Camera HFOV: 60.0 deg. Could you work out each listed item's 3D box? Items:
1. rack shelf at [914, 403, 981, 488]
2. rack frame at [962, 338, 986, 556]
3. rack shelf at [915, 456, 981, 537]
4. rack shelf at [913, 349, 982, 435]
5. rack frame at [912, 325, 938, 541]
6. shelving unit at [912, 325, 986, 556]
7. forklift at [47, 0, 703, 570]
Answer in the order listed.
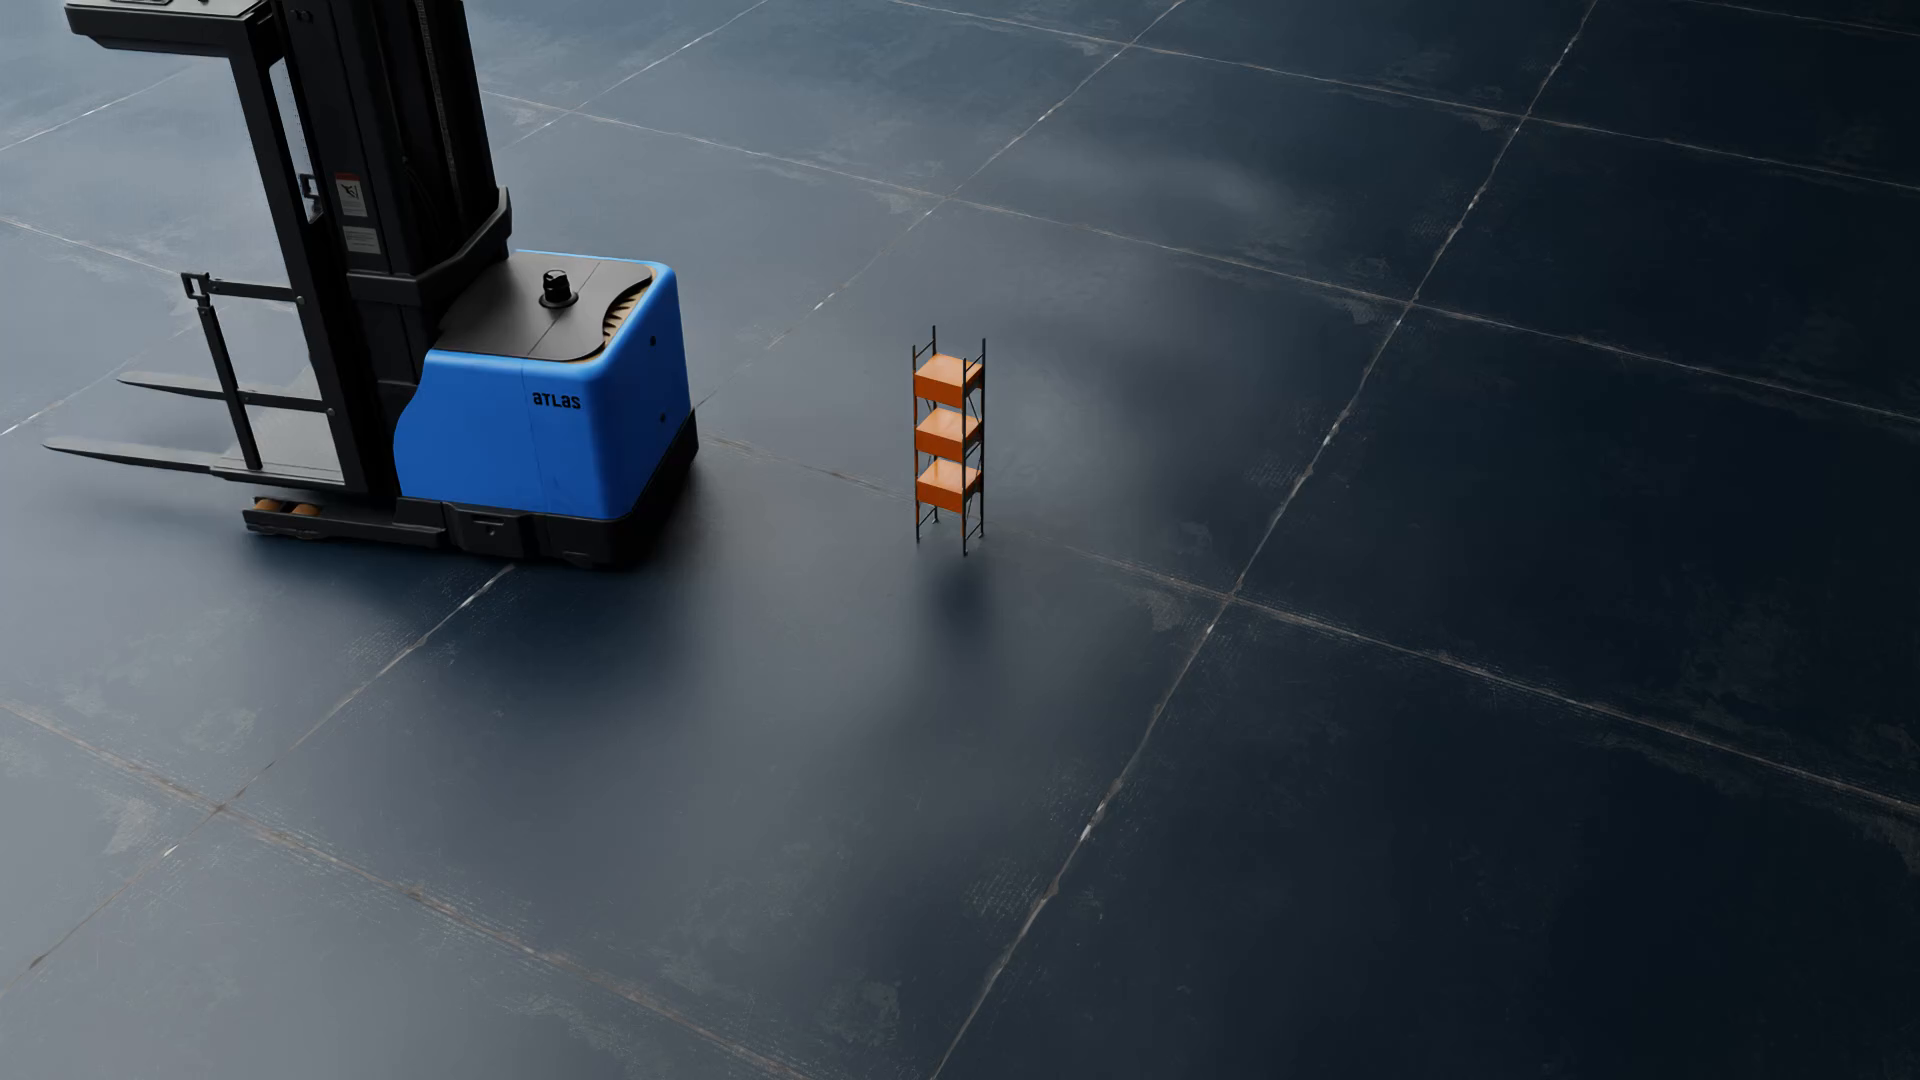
[{"bbox_3d":[-0.048,-0.425,7.459,0.240,0.259,0.215,17,41,21],"label":"rack shelf"},{"bbox_3d":[0.061,-0.399,7.407,0.008,1.050,0.200,17,41,21],"label":"rack frame"},{"bbox_3d":[-0.048,-0.203,7.627,0.240,0.259,0.215,17,41,21],"label":"rack shelf"},{"bbox_3d":[-0.048,-0.651,7.287,0.240,0.259,0.215,17,41,21],"label":"rack shelf"},{"bbox_3d":[-0.156,-0.467,7.497,0.008,1.050,0.200,17,41,21],"label":"rack frame"},{"bbox_3d":[-0.048,-0.433,7.452,0.252,1.050,0.215,17,41,21],"label":"shelving unit"},{"bbox_3d":[-2.837,-1.469,7.262,3.031,2.935,1.130,7,38,9],"label":"forklift"}]
